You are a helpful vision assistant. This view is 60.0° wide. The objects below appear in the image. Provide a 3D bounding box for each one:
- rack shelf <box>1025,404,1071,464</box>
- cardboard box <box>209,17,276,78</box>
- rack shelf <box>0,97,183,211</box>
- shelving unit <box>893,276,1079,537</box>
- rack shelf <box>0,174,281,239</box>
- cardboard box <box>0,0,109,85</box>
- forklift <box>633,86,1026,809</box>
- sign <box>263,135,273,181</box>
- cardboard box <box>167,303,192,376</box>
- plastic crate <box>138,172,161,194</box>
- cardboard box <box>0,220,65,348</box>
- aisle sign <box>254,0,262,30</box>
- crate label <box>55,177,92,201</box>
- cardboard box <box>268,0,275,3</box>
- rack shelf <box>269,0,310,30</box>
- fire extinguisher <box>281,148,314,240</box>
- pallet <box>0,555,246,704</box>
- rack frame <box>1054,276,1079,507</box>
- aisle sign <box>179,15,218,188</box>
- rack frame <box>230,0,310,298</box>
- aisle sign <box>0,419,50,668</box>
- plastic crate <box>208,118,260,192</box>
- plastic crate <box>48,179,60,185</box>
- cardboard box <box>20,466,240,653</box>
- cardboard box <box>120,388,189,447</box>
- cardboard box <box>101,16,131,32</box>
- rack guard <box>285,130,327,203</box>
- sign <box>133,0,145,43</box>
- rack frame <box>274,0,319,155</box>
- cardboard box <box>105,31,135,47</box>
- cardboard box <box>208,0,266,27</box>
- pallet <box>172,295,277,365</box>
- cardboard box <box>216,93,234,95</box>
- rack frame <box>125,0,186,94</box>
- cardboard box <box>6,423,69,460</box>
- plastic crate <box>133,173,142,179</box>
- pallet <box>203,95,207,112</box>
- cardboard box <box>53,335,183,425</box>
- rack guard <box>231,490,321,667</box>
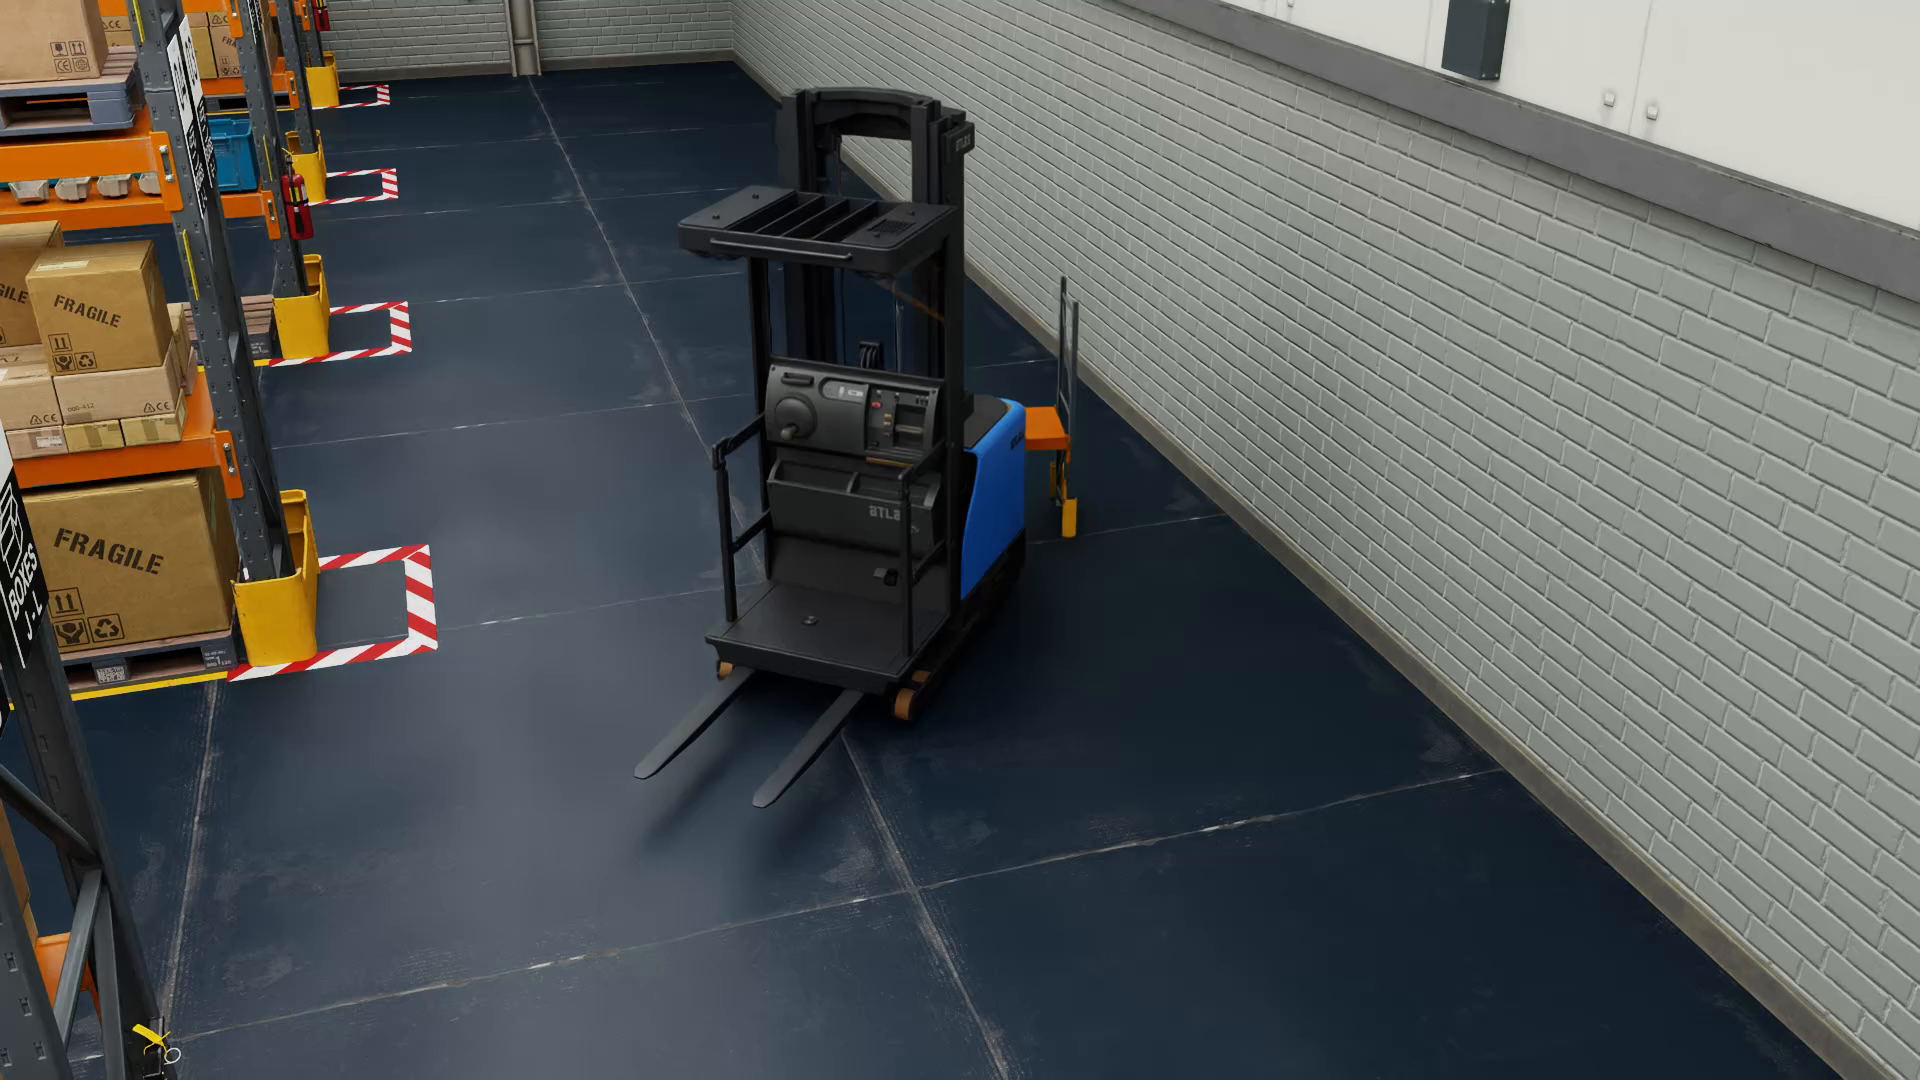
[{"bbox_3d":[0.146,-0.638,10.254,1.000,0.185,0.538,-3,27,-5],"label":"rack shelf"},{"bbox_3d":[-7.240,-4.980,16.796,0.500,0.500,0.500,-7,27,-15],"label":"cardboard box"},{"bbox_3d":[-5.736,-1.669,7.674,4.000,0.370,1.077,-8,28,-16],"label":"rack shelf"},{"bbox_3d":[0.155,-0.800,10.175,1.083,1.500,0.587,-3,27,-5],"label":"shelving unit"},{"bbox_3d":[-7.270,-2.420,12.560,4.000,0.370,1.077,-8,28,-16],"label":"rack shelf"},{"bbox_3d":[-4.312,-2.450,7.741,0.500,0.500,0.700,-10,28,-19],"label":"cardboard box"},{"bbox_3d":[-0.625,-0.608,8.178,1.130,2.935,3.031,10,28,19],"label":"forklift"},{"bbox_3d":[-5.183,-2.860,12.454,0.005,0.325,0.100,-8,28,-16],"label":"sign"},{"bbox_3d":[-4.375,-1.037,8.800,0.500,0.250,0.500,-9,28,-17],"label":"cardboard box"},{"bbox_3d":[-6.088,-2.737,12.619,0.243,0.136,0.396,-8,28,-16],"label":"plastic crate"},{"bbox_3d":[-4.850,-1.304,8.495,0.500,0.500,0.500,-9,28,-17],"label":"cardboard box"},{"bbox_3d":[-5.392,-4.317,12.649,0.004,0.787,0.394,-8,28,-16],"label":"aisle sign"},{"bbox_3d":[-6.625,-2.655,12.453,0.243,0.136,0.396,-8,28,-16],"label":"crate label"},{"bbox_3d":[-8.918,-7.266,21.175,0.700,0.700,0.980,-7,27,-14],"label":"cardboard box"},{"bbox_3d":[-10.338,-6.608,20.997,4.000,0.370,1.077,-8,28,-16],"label":"rack shelf"},{"bbox_3d":[-5.084,-2.644,12.709,0.183,0.674,0.296,-8,28,-16],"label":"fire extinguisher"},{"bbox_3d":[-4.571,0.469,9.068,1.213,0.211,1.003,-8,28,-16],"label":"pallet"},{"bbox_3d":[0.652,-0.822,10.220,0.032,1.500,0.500,-3,27,-5],"label":"rack frame"},{"bbox_3d":[-3.859,-2.224,8.434,0.004,0.787,0.394,-8,28,-16],"label":"aisle sign"},{"bbox_3d":[-5.368,-3.017,12.954,0.127,3.000,1.000,-8,28,-16],"label":"rack frame"},{"bbox_3d":[-2.418,-0.113,4.182,0.004,0.787,0.394,-8,28,-16],"label":"aisle sign"},{"bbox_3d":[-5.629,-2.935,12.681,0.499,0.435,0.616,-8,28,-16],"label":"plastic crate"},{"bbox_3d":[-6.957,-2.893,12.825,0.300,0.233,0.416,-8,28,-16],"label":"plastic crate"},{"bbox_3d":[-4.418,-0.038,8.870,0.875,0.875,0.875,-8,28,-16],"label":"cardboard box"},{"bbox_3d":[-4.071,-0.622,8.413,0.250,0.149,0.380,-8,27,-15],"label":"cardboard box"},{"bbox_3d":[-8.208,-5.284,16.283,0.500,0.500,0.500,-7,27,-15],"label":"cardboard box"},{"bbox_3d":[-6.971,-3.982,17.709,0.348,0.500,1.175,-8,28,-16],"label":"rack guard"},{"bbox_3d":[-3.680,-2.396,7.424,0.005,0.325,0.100,-8,28,-16],"label":"sign"},{"bbox_3d":[-6.899,-5.112,17.174,0.127,3.000,1.000,-8,28,-16],"label":"rack frame"},{"bbox_3d":[-8.209,-4.841,16.515,0.500,0.500,0.500,-8,28,-16],"label":"cardboard box"},{"bbox_3d":[-7.237,-5.427,16.572,0.500,0.500,0.500,-8,28,-17],"label":"cardboard box"},{"bbox_3d":[-6.165,-1.671,13.379,1.213,0.211,1.003,-8,28,-16],"label":"pallet"},{"bbox_3d":[-9.547,-6.067,21.436,0.500,0.500,0.700,-8,28,-16],"label":"cardboard box"},{"bbox_3d":[-3.835,-3.610,7.402,0.127,3.000,1.000,-8,28,-16],"label":"rack frame"},{"bbox_3d":[-4.558,-0.552,8.270,0.250,0.149,0.380,-8,28,-16],"label":"cardboard box"},{"bbox_3d":[-6.331,-2.984,13.008,0.300,0.233,0.416,-8,28,-16],"label":"plastic crate"},{"bbox_3d":[-10.330,-5.648,21.389,1.213,0.211,1.003,-8,28,-16],"label":"pallet"},{"bbox_3d":[-4.213,-0.810,8.343,0.500,0.250,0.500,-9,28,-17],"label":"cardboard box"},{"bbox_3d":[-3.812,0.193,9.299,0.348,0.500,1.175,-8,28,-16],"label":"rack guard"}]
